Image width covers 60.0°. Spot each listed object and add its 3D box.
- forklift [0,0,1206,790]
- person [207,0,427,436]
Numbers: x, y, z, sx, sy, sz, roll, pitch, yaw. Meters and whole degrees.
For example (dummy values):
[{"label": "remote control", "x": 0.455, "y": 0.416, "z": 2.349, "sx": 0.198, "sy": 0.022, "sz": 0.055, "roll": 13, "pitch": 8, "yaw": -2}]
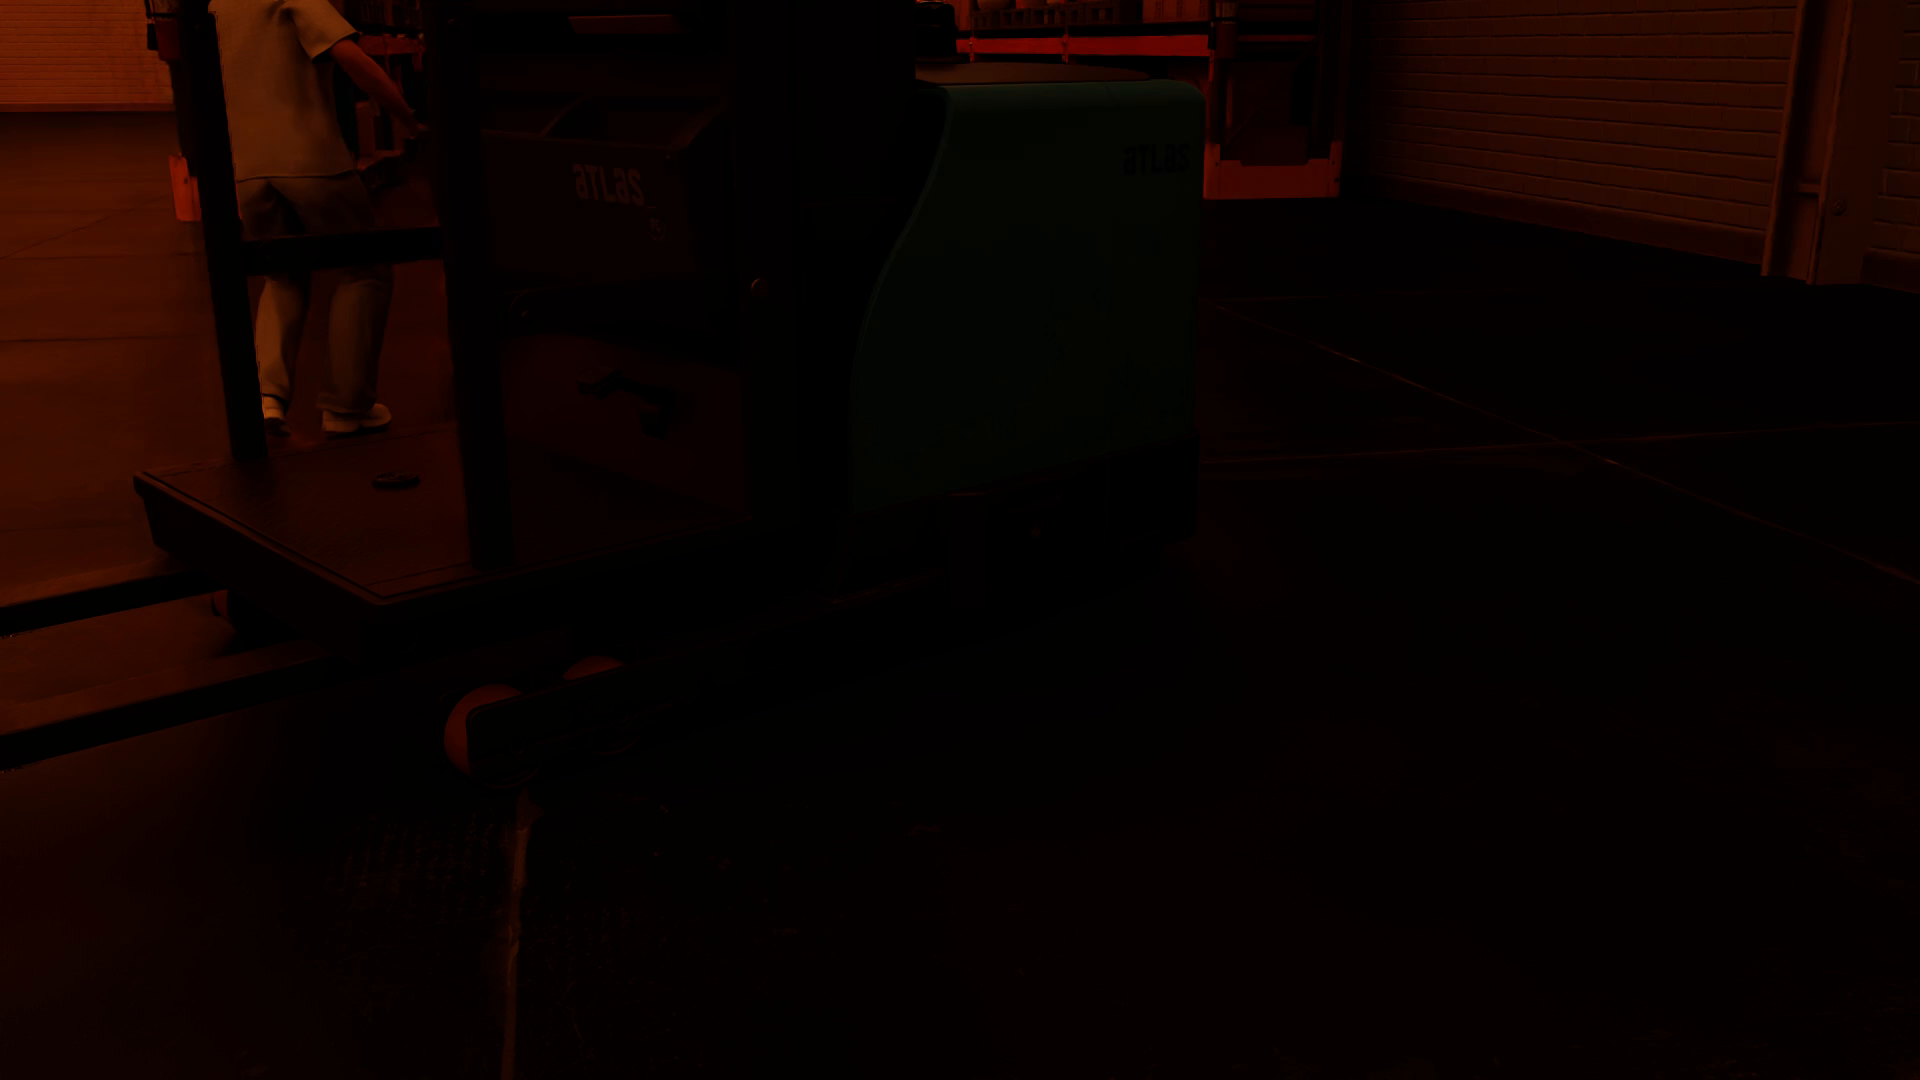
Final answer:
[{"label": "forklift", "x": -0.876, "y": -1.171, "z": 2.811, "sx": 3.031, "sy": 2.935, "sz": 1.130, "roll": -15, "pitch": 22, "yaw": -41}, {"label": "person", "x": -1.878, "y": -1.082, "z": 4.904, "sx": 0.718, "sy": 1.570, "sz": 0.698, "roll": 4, "pitch": 17, "yaw": 12}]
